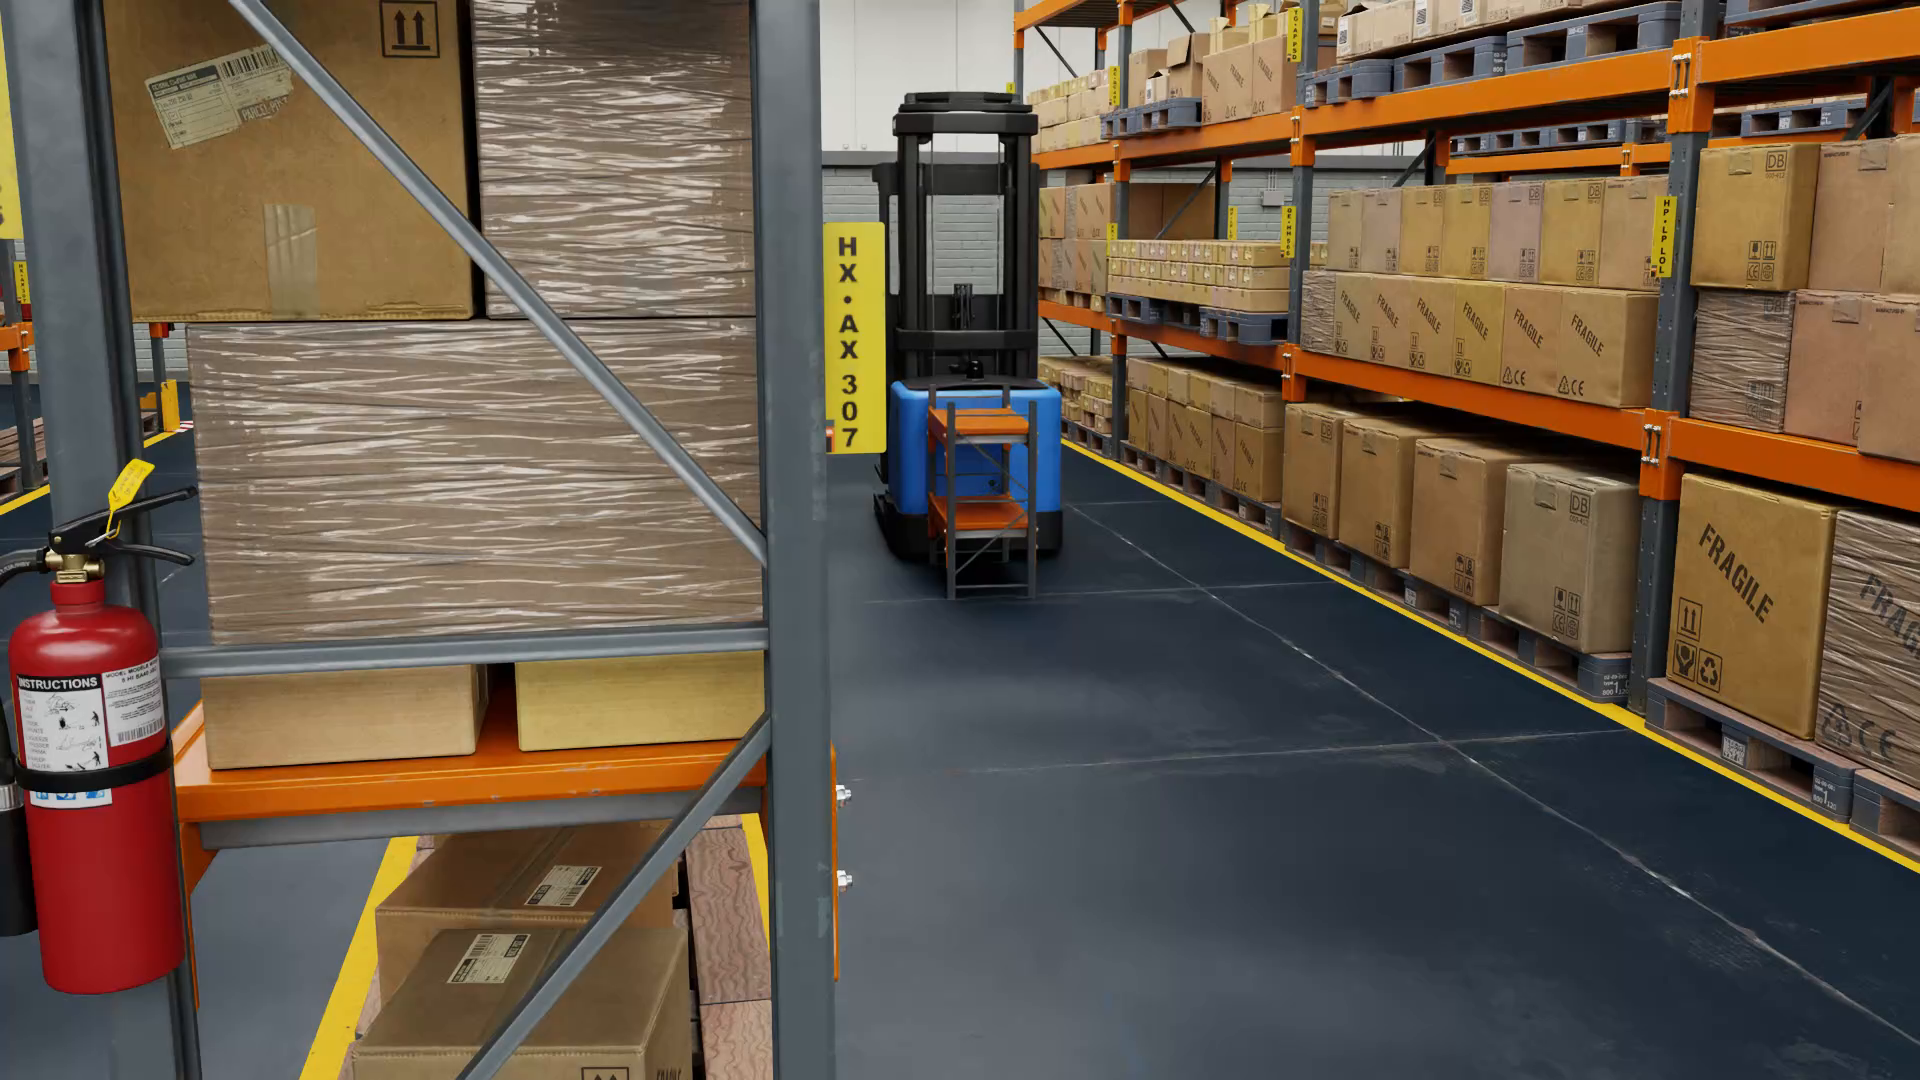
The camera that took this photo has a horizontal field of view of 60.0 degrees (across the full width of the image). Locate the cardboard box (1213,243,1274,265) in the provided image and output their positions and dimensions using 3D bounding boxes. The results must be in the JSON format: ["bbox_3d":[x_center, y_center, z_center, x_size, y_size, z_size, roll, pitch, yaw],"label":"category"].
[{"bbox_3d":[1.999,-2.011,11.698,0.380,0.149,0.250,-2,11,-9],"label":"cardboard box"}]

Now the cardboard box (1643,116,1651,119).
[{"bbox_3d":[6.791,-4.294,16.056,0.500,0.500,0.500,-2,11,-10],"label":"cardboard box"}]

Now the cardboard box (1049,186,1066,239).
[{"bbox_3d":[1.198,-3.248,16.503,0.500,0.500,0.500,-2,11,-13],"label":"cardboard box"}]

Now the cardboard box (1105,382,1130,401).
[{"bbox_3d":[1.539,-1.356,15.209,0.380,0.149,0.250,-2,11,-9],"label":"cardboard box"}]

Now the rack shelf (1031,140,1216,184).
[{"bbox_3d":[1.474,-3.689,16.458,1.077,0.370,4.000,-2,11,-11],"label":"rack shelf"}]

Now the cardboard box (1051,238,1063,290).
[{"bbox_3d":[1.219,-2.758,16.600,0.500,0.500,0.500,-2,11,-12],"label":"cardboard box"}]

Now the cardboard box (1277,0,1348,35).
[{"bbox_3d":[2.308,-3.432,10.868,0.396,0.266,0.258,-2,11,-11],"label":"cardboard box"}]

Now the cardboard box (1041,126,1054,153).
[{"bbox_3d":[1.133,-4.053,16.848,0.500,0.250,0.500,-2,11,-13],"label":"cardboard box"}]

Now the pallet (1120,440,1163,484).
[{"bbox_3d":[2.016,-0.690,14.255,1.003,0.211,1.213,-2,11,-11],"label":"pallet"}]

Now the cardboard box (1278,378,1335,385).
[{"bbox_3d":[2.646,-1.043,12.213,0.500,0.250,0.500,-2,11,-12],"label":"cardboard box"}]

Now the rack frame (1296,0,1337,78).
[{"bbox_3d":[2.641,-4.416,10.329,1.000,3.000,0.127,-2,11,-11],"label":"rack frame"}]

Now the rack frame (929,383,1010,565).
[{"bbox_3d":[0.058,-0.404,10.310,0.500,1.125,0.032,-1,11,-7],"label":"rack frame"}]

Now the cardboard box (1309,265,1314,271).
[{"bbox_3d":[2.634,-1.892,11.867,0.380,0.149,0.250,-2,11,-13],"label":"cardboard box"}]

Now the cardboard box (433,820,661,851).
[{"bbox_3d":[-1.046,0.843,4.306,0.500,0.500,0.500,-1,11,-6],"label":"cardboard box"}]

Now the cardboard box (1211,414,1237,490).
[{"bbox_3d":[2.160,-0.653,12.169,0.500,0.500,0.500,-2,11,-9],"label":"cardboard box"}]

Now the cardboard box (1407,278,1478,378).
[{"bbox_3d":[2.758,-1.148,8.940,0.500,0.500,0.500,-2,11,-12],"label":"cardboard box"}]

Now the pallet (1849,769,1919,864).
[{"bbox_3d":[3.731,1.002,5.370,1.003,0.211,1.213,-2,11,-11],"label":"pallet"}]

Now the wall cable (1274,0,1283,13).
[{"bbox_3d":[4.538,-7.114,24.508,0.463,3.000,0.029,-2,11,-11],"label":"wall cable"}]

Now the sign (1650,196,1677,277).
[{"bbox_3d":[2.889,-1.243,6.821,0.100,0.325,0.005,-2,11,-11],"label":"sign"}]

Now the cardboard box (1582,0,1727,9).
[{"bbox_3d":[3.125,-2.514,7.370,0.500,0.250,0.500,-2,11,-10],"label":"cardboard box"}]

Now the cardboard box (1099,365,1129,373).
[{"bbox_3d":[1.642,-1.705,17.045,0.380,0.149,0.250,-3,11,-13],"label":"cardboard box"}]

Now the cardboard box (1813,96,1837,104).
[{"bbox_3d":[6.866,-3.521,12.886,0.396,0.266,0.258,-2,11,-12],"label":"cardboard box"}]

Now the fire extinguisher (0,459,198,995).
[{"bbox_3d":[-1.117,0.236,2.139,0.296,0.674,0.183,-2,11,-11],"label":"fire extinguisher"}]

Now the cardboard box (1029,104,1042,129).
[{"bbox_3d":[1.018,-4.396,17.310,0.500,0.250,0.500,-2,11,-12],"label":"cardboard box"}]

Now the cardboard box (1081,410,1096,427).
[{"bbox_3d":[1.370,-1.164,15.793,0.380,0.149,0.250,-2,11,-13],"label":"cardboard box"}]

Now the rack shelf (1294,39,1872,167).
[{"bbox_3d":[3.030,-2.222,8.749,1.077,0.370,4.000,-2,11,-11],"label":"rack shelf"}]

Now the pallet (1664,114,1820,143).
[{"bbox_3d":[6.926,-3.614,14.650,0.805,0.209,1.217,-3,11,-13],"label":"pallet"}]

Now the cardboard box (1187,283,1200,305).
[{"bbox_3d":[1.899,-1.813,12.248,0.380,0.149,0.250,-3,11,-14],"label":"cardboard box"}]

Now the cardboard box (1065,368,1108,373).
[{"bbox_3d":[1.272,-1.642,16.712,0.380,0.149,0.250,-2,11,-11],"label":"cardboard box"}]

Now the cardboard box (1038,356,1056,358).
[{"bbox_3d":[0.854,-1.925,18.200,0.380,0.149,0.250,-3,11,-14],"label":"cardboard box"}]

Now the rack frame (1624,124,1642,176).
[{"bbox_3d":[6.699,-2.401,15.787,1.000,3.000,0.127,-2,11,-11],"label":"rack frame"}]

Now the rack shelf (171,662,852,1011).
[{"bbox_3d":[-1.077,0.147,4.325,1.077,0.370,4.000,-2,11,-11],"label":"rack shelf"}]

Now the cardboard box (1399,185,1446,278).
[{"bbox_3d":[2.920,-1.739,9.371,0.700,0.500,0.500,-2,11,-12],"label":"cardboard box"}]

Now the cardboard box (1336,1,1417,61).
[{"bbox_3d":[2.566,-3.013,9.829,0.500,0.311,0.500,-2,11,-11],"label":"cardboard box"}]

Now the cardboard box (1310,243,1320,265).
[{"bbox_3d":[2.643,-2.030,11.796,0.380,0.149,0.250,-2,11,-11],"label":"cardboard box"}]

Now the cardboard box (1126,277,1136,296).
[{"bbox_3d":[1.593,-2.099,13.753,0.380,0.149,0.250,-2,11,-11],"label":"cardboard box"}]

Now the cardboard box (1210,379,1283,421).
[{"bbox_3d":[2.142,-1.023,12.107,0.500,0.250,0.500,-2,11,-10],"label":"cardboard box"}]

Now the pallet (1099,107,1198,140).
[{"bbox_3d":[1.879,-3.466,13.866,1.213,0.211,1.003,-2,11,-11],"label":"pallet"}]

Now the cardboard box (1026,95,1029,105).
[{"bbox_3d":[0.925,-4.709,17.892,0.380,0.149,0.250,-2,11,-11],"label":"cardboard box"}]

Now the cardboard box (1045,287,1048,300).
[{"bbox_3d":[1.102,-2.602,17.517,0.380,0.149,0.250,-2,11,-8],"label":"cardboard box"}]

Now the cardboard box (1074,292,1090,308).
[{"bbox_3d":[1.320,-2.314,16.003,0.380,0.149,0.250,-3,11,-13],"label":"cardboard box"}]

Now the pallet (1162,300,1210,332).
[{"bbox_3d":[2.216,-1.736,12.807,1.003,0.211,1.213,-2,11,-11],"label":"pallet"}]

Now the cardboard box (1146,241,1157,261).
[{"bbox_3d":[1.693,-2.297,13.202,0.380,0.149,0.250,-2,11,-11],"label":"cardboard box"}]

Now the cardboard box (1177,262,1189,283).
[{"bbox_3d":[1.846,-2.008,12.477,0.380,0.149,0.250,-2,11,-10],"label":"cardboard box"}]

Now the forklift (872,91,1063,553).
[{"bbox_3d":[-0.035,-1.582,11.671,1.130,2.935,3.031,-1,11,-7],"label":"forklift"}]

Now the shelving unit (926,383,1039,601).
[{"bbox_3d":[0.118,-0.309,9.814,0.538,1.125,1.048,-1,11,-7],"label":"shelving unit"}]

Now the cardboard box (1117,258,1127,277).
[{"bbox_3d":[1.541,-2.295,13.983,0.380,0.149,0.250,-2,11,-12],"label":"cardboard box"}]

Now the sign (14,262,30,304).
[{"bbox_3d":[-7.340,-2.016,13.025,0.100,0.325,0.005,-2,11,-11],"label":"sign"}]

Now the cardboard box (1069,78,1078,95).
[{"bbox_3d":[1.257,-4.327,15.884,0.380,0.149,0.250,-2,11,-11],"label":"cardboard box"}]

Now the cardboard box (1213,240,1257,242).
[{"bbox_3d":[2.286,-2.366,13.562,0.380,0.149,0.250,-2,11,-11],"label":"cardboard box"}]

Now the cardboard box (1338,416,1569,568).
[{"bbox_3d":[2.845,-0.294,9.615,1.050,0.750,0.750,-2,11,-10],"label":"cardboard box"}]

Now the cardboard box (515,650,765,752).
[{"bbox_3d":[-0.509,0.223,2.674,0.380,0.149,0.250,-2,11,-11],"label":"cardboard box"}]

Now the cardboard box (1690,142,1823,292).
[{"bbox_3d":[3.457,-1.270,6.558,0.875,0.550,0.550,-2,11,-11],"label":"cardboard box"}]

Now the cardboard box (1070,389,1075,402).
[{"bbox_3d":[1.302,-1.443,16.464,0.380,0.149,0.250,-3,11,-14],"label":"cardboard box"}]
